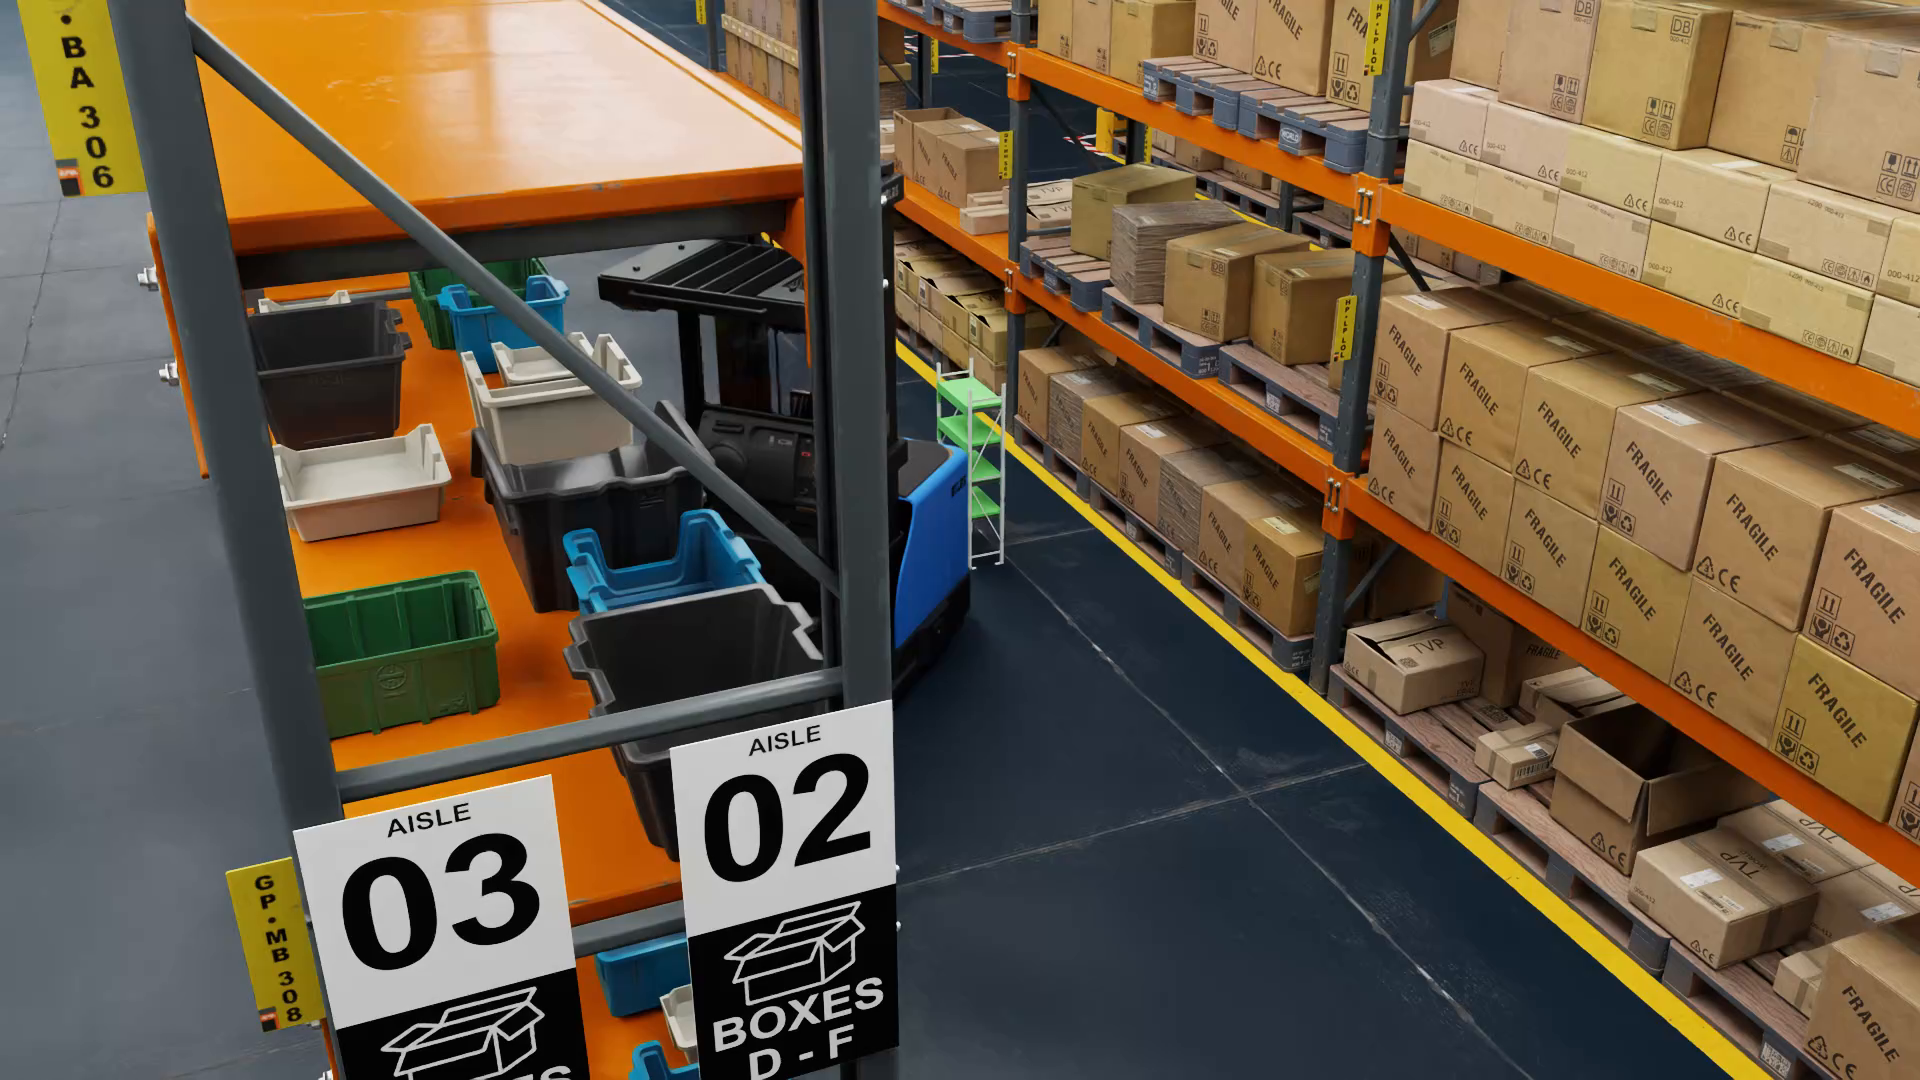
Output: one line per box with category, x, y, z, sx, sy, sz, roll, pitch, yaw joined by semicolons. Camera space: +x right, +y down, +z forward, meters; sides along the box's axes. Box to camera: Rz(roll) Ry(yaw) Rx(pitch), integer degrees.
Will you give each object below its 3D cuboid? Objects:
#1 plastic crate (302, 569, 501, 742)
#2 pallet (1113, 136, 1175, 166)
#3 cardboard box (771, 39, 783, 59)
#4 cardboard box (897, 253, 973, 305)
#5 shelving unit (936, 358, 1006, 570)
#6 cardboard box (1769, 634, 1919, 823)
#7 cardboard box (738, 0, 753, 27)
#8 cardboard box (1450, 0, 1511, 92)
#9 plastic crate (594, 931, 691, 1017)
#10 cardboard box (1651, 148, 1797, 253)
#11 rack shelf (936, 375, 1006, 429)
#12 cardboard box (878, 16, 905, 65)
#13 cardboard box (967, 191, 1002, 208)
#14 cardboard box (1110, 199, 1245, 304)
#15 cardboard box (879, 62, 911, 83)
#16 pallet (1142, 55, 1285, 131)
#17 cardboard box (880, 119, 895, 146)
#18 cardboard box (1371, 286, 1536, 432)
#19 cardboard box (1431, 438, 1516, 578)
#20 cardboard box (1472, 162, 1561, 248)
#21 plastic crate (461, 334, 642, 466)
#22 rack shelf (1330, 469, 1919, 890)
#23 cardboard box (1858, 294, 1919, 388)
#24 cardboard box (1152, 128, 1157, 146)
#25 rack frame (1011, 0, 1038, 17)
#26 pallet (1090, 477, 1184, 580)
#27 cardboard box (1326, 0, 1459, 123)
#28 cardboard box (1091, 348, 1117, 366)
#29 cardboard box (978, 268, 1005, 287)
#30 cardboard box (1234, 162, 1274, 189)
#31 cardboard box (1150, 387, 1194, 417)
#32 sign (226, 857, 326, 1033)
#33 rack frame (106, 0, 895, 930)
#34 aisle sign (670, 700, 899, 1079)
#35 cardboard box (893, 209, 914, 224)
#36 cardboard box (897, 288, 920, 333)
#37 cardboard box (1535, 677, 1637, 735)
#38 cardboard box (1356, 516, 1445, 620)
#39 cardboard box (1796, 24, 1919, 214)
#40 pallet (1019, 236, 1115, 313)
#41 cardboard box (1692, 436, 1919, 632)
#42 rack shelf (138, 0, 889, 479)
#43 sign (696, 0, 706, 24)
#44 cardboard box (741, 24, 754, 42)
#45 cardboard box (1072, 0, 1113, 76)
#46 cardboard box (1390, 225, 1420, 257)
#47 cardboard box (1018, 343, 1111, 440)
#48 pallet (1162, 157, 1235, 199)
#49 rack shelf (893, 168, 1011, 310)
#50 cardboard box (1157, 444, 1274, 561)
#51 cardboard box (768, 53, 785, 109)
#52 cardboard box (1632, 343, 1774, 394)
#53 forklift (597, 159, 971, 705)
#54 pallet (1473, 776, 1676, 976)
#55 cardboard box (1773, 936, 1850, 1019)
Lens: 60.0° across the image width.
plastic crate;-1.251;0.255;3.632;0.450;0.188;0.336;-11;28;-21
pallet;2.564;-4.687;20.109;1.003;0.211;1.213;-11;28;-21
cardboard box;-1.648;-4.866;16.444;0.380;0.149;0.250;-10;28;-19
cardboard box;-0.206;-2.212;13.878;0.500;0.311;0.500;-10;28;-19
shelving unit;0.065;-0.472;10.350;0.258;1.200;0.503;-11;28;-21
cardboard box;3.325;0.619;5.949;0.500;0.500;0.500;-10;28;-20
cardboard box;-1.906;-5.657;17.324;0.700;0.500;0.500;-11;28;-22
cardboard box;2.617;-2.260;7.288;0.700;0.500;0.500;-11;28;-21
plastic crate;-0.911;1.217;4.960;0.416;0.233;0.300;-11;28;-21
cardboard box;2.931;-1.267;6.108;0.500;0.250;0.500;-11;28;-21
rack shelf;0.065;-0.846;10.167;0.258;0.148;0.480;-11;28;-21
cardboard box;-0.921;-4.643;15.248;0.700;0.500;0.500;-10;28;-20
cardboard box;0.273;-2.615;12.973;0.380;0.149;0.250;-8;27;-17
cardboard box;1.357;-1.819;10.464;0.700;0.500;0.500;-5;27;-11
cardboard box;-0.669;-4.315;15.316;0.380;0.149;0.250;-11;28;-21
pallet;1.791;-2.565;9.379;1.213;0.211;1.003;-11;28;-21
cardboard box;-0.509;-3.579;14.832;0.500;0.250;0.500;-9;27;-17
cardboard box;2.317;-0.863;7.846;0.500;0.500;0.500;-10;28;-19
cardboard box;2.543;-0.194;7.614;0.500;0.500;0.500;-10;28;-20
cardboard box;2.546;-1.447;7.046;0.500;0.250;0.500;-11;28;-21
plastic crate;-1.186;-0.386;4.837;0.437;0.282;0.530;-11;28;-21
rack shelf;3.174;0.523;7.080;1.077;0.370;4.000;-11;28;-21
cardboard box;3.328;-0.639;5.392;0.500;0.250;0.500;-11;28;-21
cardboard box;2.436;-4.999;20.134;0.500;0.311;0.500;-14;29;-26
rack frame;0.825;-4.918;10.567;1.000;3.000;0.127;-11;28;-21
pallet;1.556;-0.170;10.857;1.003;0.211;1.213;-11;28;-21
cardboard box;2.262;-2.450;8.224;0.600;0.600;0.600;-13;29;-25
cardboard box;0.890;-1.437;12.930;0.500;0.250;0.500;-11;28;-21
cardboard box;0.479;-2.106;13.661;0.500;0.311;0.500;-11;28;-22
cardboard box;3.371;-4.176;18.233;0.500;0.500;0.500;-13;29;-24
cardboard box;1.609;-0.751;11.216;0.500;0.500;0.500;-12;28;-22
sign;-1.102;0.657;2.686;0.100;0.325;0.005;-11;28;-21
rack frame;-0.602;-0.839;2.212;1.000;3.000;0.127;-11;28;-21
aisle sign;-0.300;0.667;3.003;0.394;0.787;0.004;-11;28;-21
cardboard box;-0.320;-2.928;15.344;0.500;0.311;0.500;-11;28;-21
cardboard box;-0.209;-1.964;14.009;0.500;0.250;0.500;-10;28;-20
cardboard box;3.169;0.887;8.078;0.500;0.311;0.500;-11;28;-21
cardboard box;2.426;0.081;9.513;0.500;0.500;0.500;-12;28;-23
cardboard box;3.329;-1.439;5.607;0.700;0.500;0.500;-11;28;-21
pallet;1.155;-1.875;11.389;1.213;0.211;1.003;-11;28;-21
cardboard box;3.124;-0.032;6.143;0.500;0.500;0.500;-10;28;-19
rack shelf;-1.385;-1.143;4.111;1.077;0.370;4.000;-11;28;-21
sign;-2.821;-5.784;18.100;0.100;0.325;0.005;-11;28;-21
cardboard box;-2.054;-5.284;17.300;0.380;0.149;0.250;-11;28;-21
cardboard box;1.226;-3.239;10.432;0.910;0.500;0.500;-11;28;-21
cardboard box;4.529;-3.057;15.940;0.700;0.500;0.500;-10;28;-20
cardboard box;0.740;-1.064;11.858;0.500;0.500;0.500;-9;28;-18
pallet;3.037;-4.195;19.102;1.003;0.211;1.213;-11;28;-21
rack shelf;0.041;-2.707;13.694;1.077;0.370;4.000;-11;28;-21
cardboard box;1.552;-0.236;10.161;0.500;0.500;0.500;-10;28;-20
cardboard box;-1.529;-4.682;16.806;0.700;0.500;0.500;-10;28;-19
cardboard box;3.228;-0.532;7.168;0.500;0.500;0.500;-10;28;-20
forklift;-0.979;-0.362;8.151;1.130;2.935;3.031;11;28;20
pallet;3.141;1.416;7.609;1.003;0.211;1.213;-11;28;-21
cardboard box;3.442;1.727;6.523;0.380;0.166;0.250;-11;28;-21
